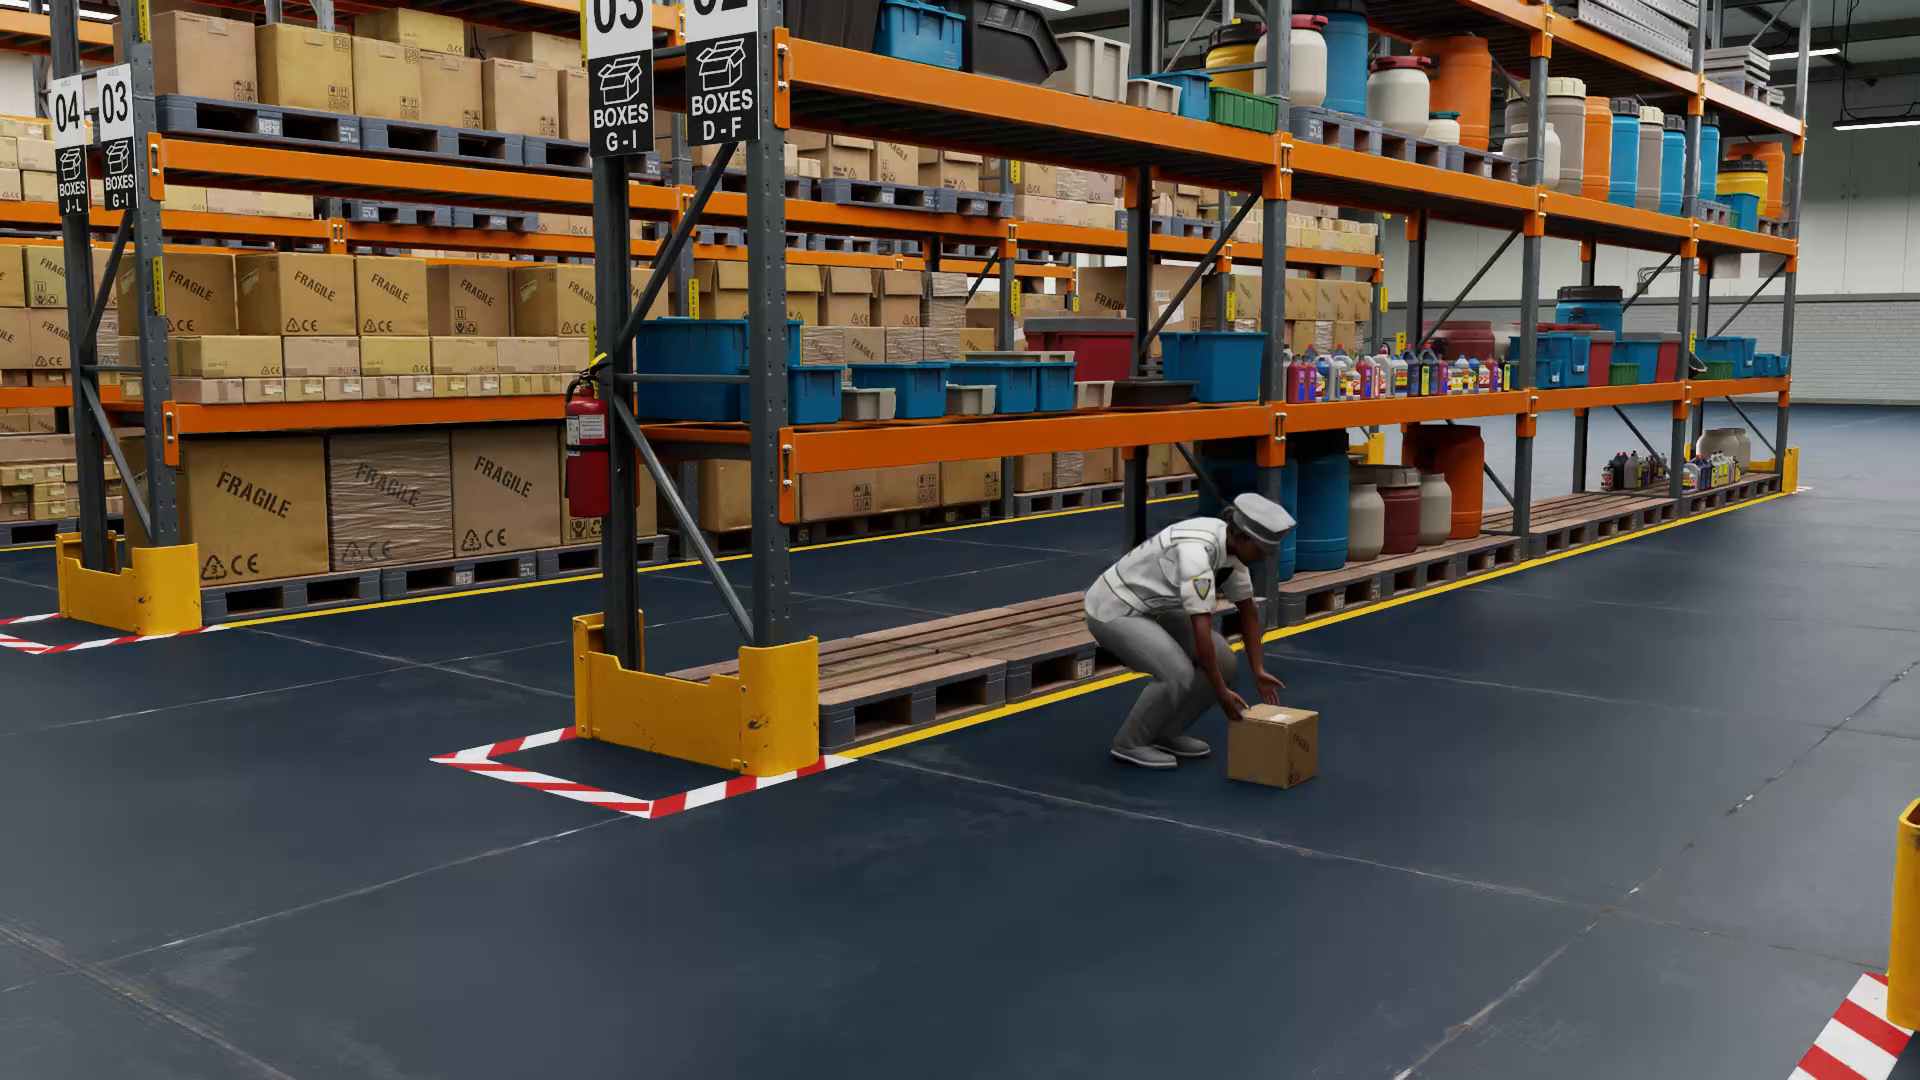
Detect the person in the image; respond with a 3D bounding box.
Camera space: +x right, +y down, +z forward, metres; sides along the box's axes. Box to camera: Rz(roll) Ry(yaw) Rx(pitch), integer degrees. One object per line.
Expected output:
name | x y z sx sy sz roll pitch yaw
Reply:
person | 0.907 0.346 6.558 0.835 1.083 0.494 5 9 38
